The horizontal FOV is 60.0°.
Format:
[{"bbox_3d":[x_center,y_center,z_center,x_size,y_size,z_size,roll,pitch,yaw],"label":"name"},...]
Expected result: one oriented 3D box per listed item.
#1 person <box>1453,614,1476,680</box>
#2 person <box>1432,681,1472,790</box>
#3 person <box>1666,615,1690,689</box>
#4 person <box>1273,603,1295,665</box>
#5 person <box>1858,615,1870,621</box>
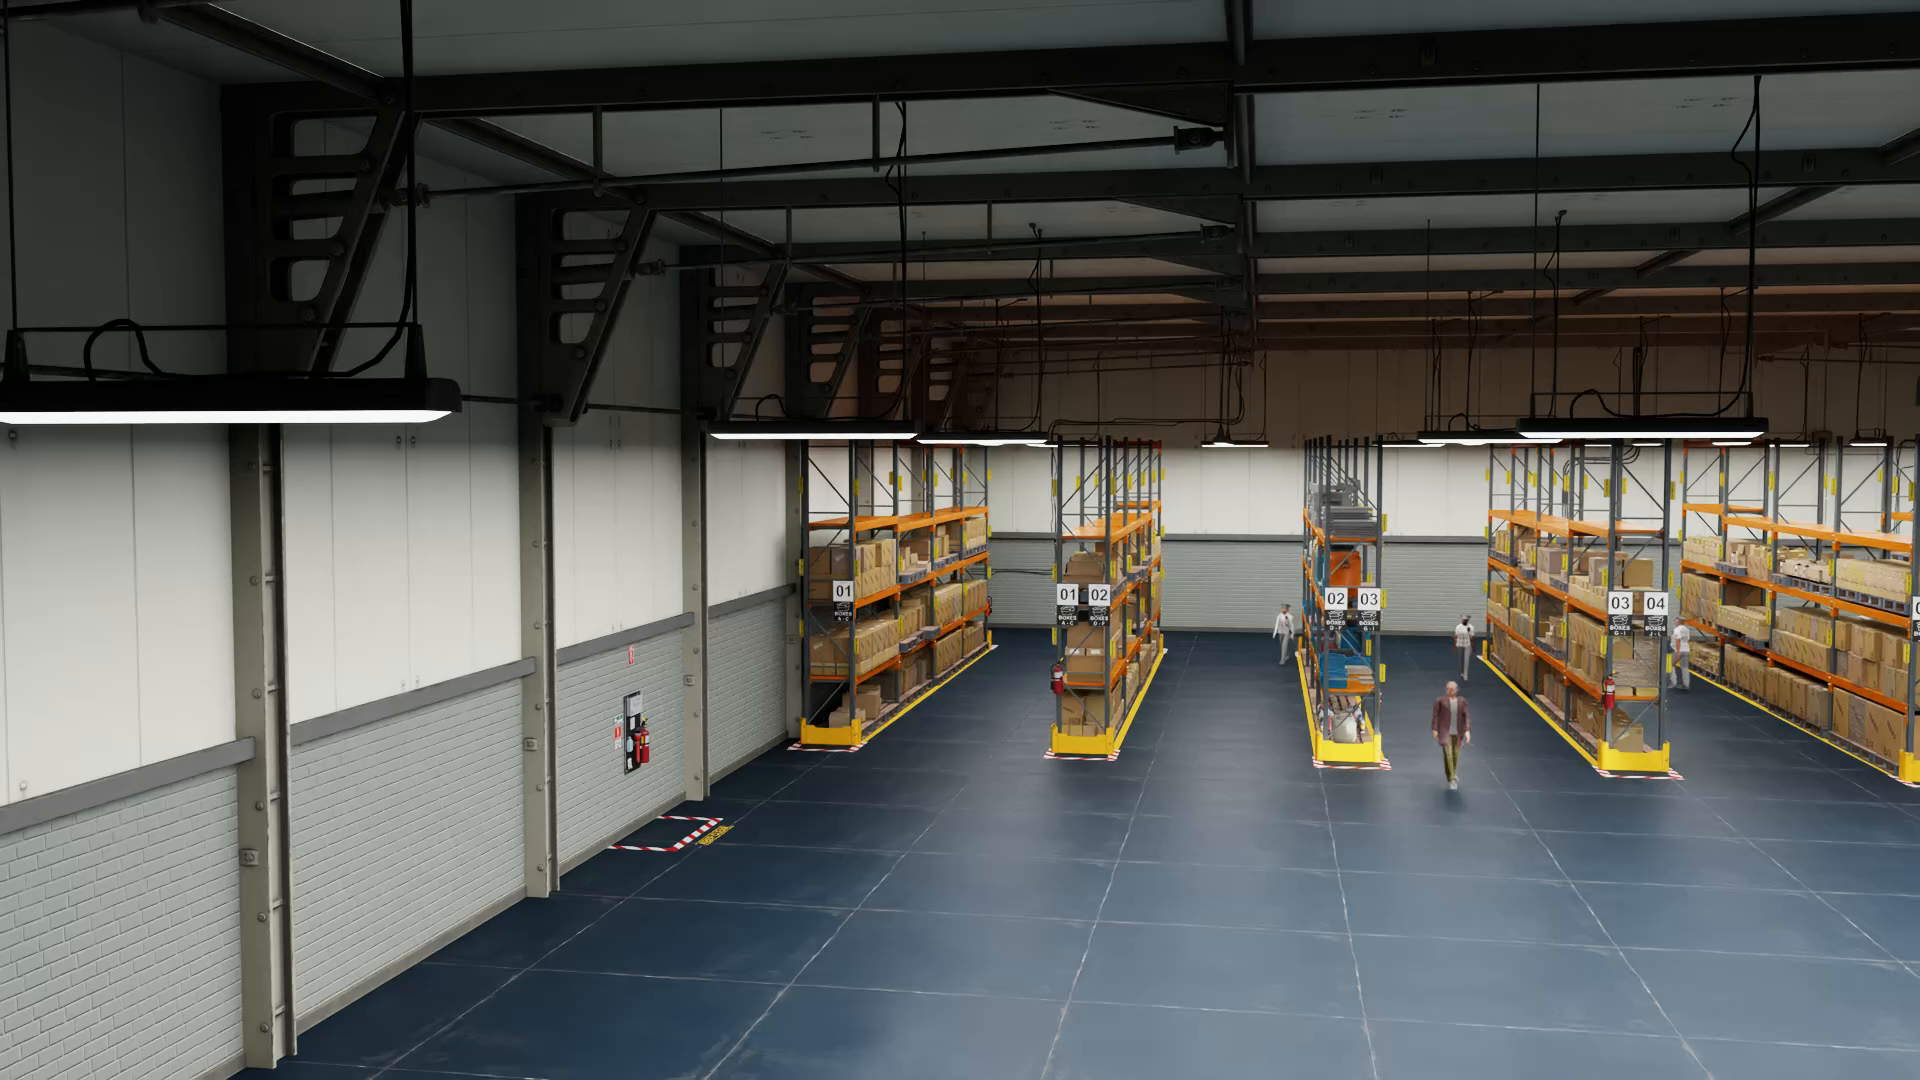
[{"bbox_3d":[12.526,2.655,41.343,0.492,1.628,0.955,2,4,30],"label":"person"},{"bbox_3d":[8.395,3.323,28.392,0.609,1.830,0.803,0,3,0],"label":"person"},{"bbox_3d":[17.253,2.718,39.759,0.549,1.815,0.552,-1,3,-11],"label":"person"},{"bbox_3d":[8.689,2.485,44.438,0.534,1.628,1.034,2,4,33],"label":"person"},{"bbox_3d":[21.878,2.657,40.120,0.519,1.782,0.537,-1,3,-11],"label":"person"}]
